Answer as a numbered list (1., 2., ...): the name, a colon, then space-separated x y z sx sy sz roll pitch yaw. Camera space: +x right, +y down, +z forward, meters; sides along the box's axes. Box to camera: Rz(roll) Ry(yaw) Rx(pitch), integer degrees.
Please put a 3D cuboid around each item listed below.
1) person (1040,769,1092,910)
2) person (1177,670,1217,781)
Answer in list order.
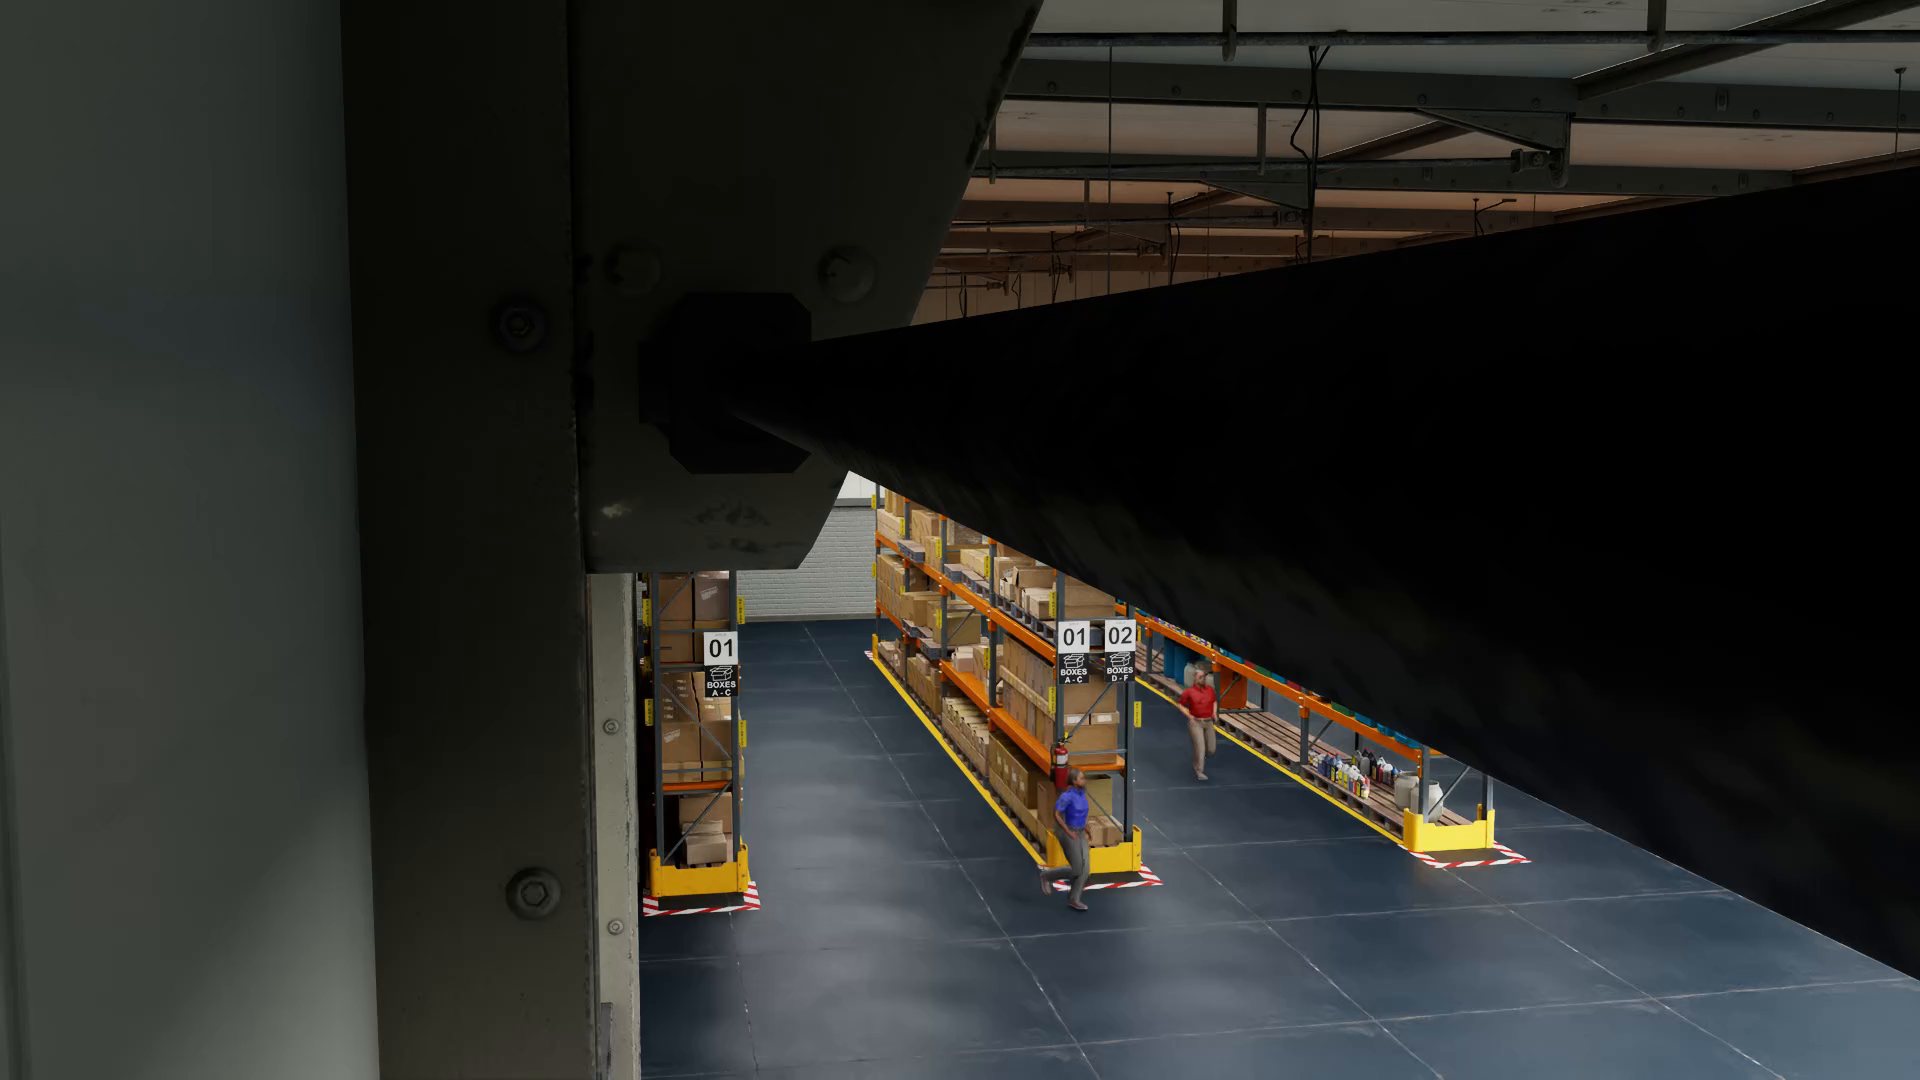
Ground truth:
1. person: 1.342 3.519 19.766 0.638 1.593 0.632 4 7 32
2. person: 3.710 2.855 25.768 0.664 1.667 0.602 -2 6 -18
